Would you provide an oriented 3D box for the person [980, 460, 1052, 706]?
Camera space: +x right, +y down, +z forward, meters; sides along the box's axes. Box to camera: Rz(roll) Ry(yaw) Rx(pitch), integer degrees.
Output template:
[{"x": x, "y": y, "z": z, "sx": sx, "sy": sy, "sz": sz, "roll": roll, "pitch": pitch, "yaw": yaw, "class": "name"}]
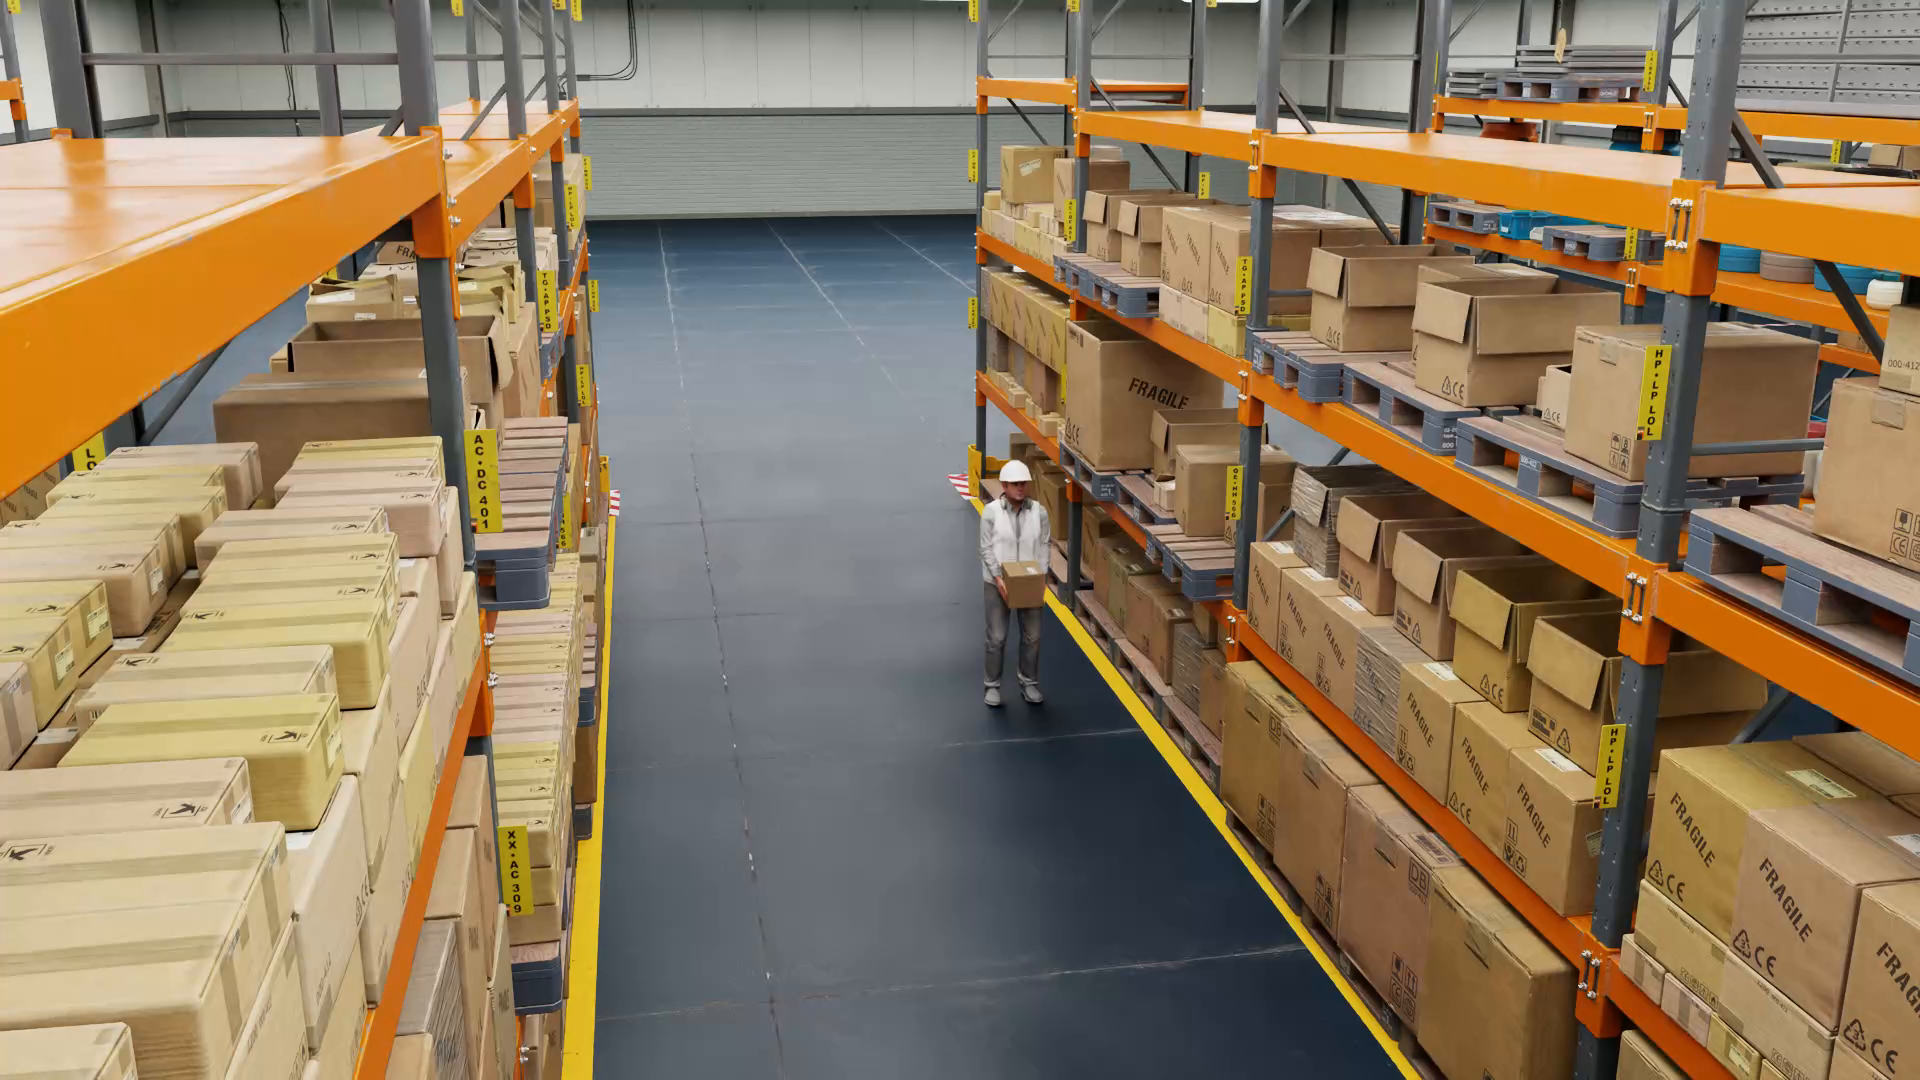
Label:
[{"x": 0.405, "y": 0.318, "z": 11.885, "sx": 0.527, "sy": 1.778, "sz": 0.529, "roll": -3, "pitch": 17, "yaw": -11, "class": "person"}]
